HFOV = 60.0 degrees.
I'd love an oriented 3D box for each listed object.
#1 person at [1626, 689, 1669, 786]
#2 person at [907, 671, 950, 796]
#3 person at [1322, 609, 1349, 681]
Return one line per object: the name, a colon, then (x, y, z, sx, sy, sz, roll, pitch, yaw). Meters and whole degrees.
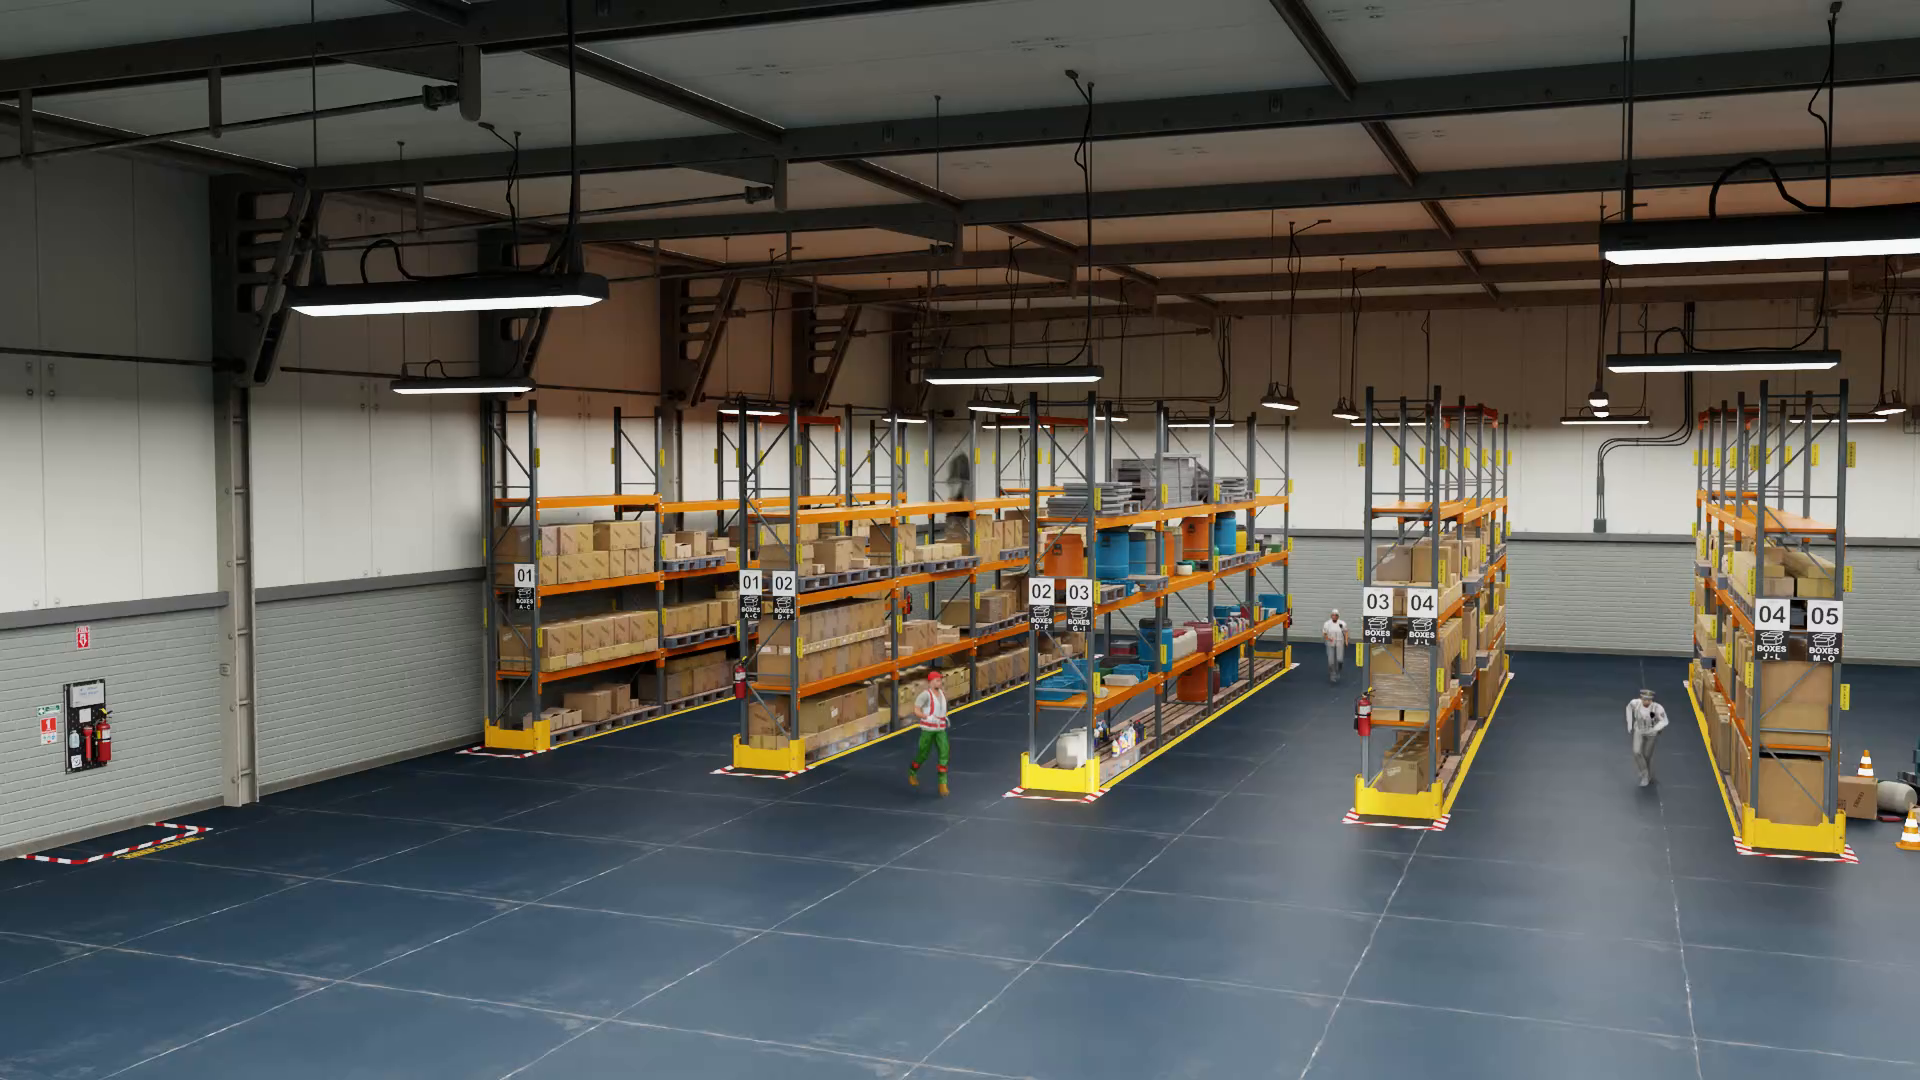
person: (10.624, 3.009, 25.690, 0.622, 1.508, 1.040, 1, 3, 28)
person: (-0.399, 2.871, 24.968, 0.698, 1.807, 0.936, -2, 4, -37)
person: (8.378, 2.357, 37.089, 0.585, 1.620, 0.666, 0, 3, 10)
